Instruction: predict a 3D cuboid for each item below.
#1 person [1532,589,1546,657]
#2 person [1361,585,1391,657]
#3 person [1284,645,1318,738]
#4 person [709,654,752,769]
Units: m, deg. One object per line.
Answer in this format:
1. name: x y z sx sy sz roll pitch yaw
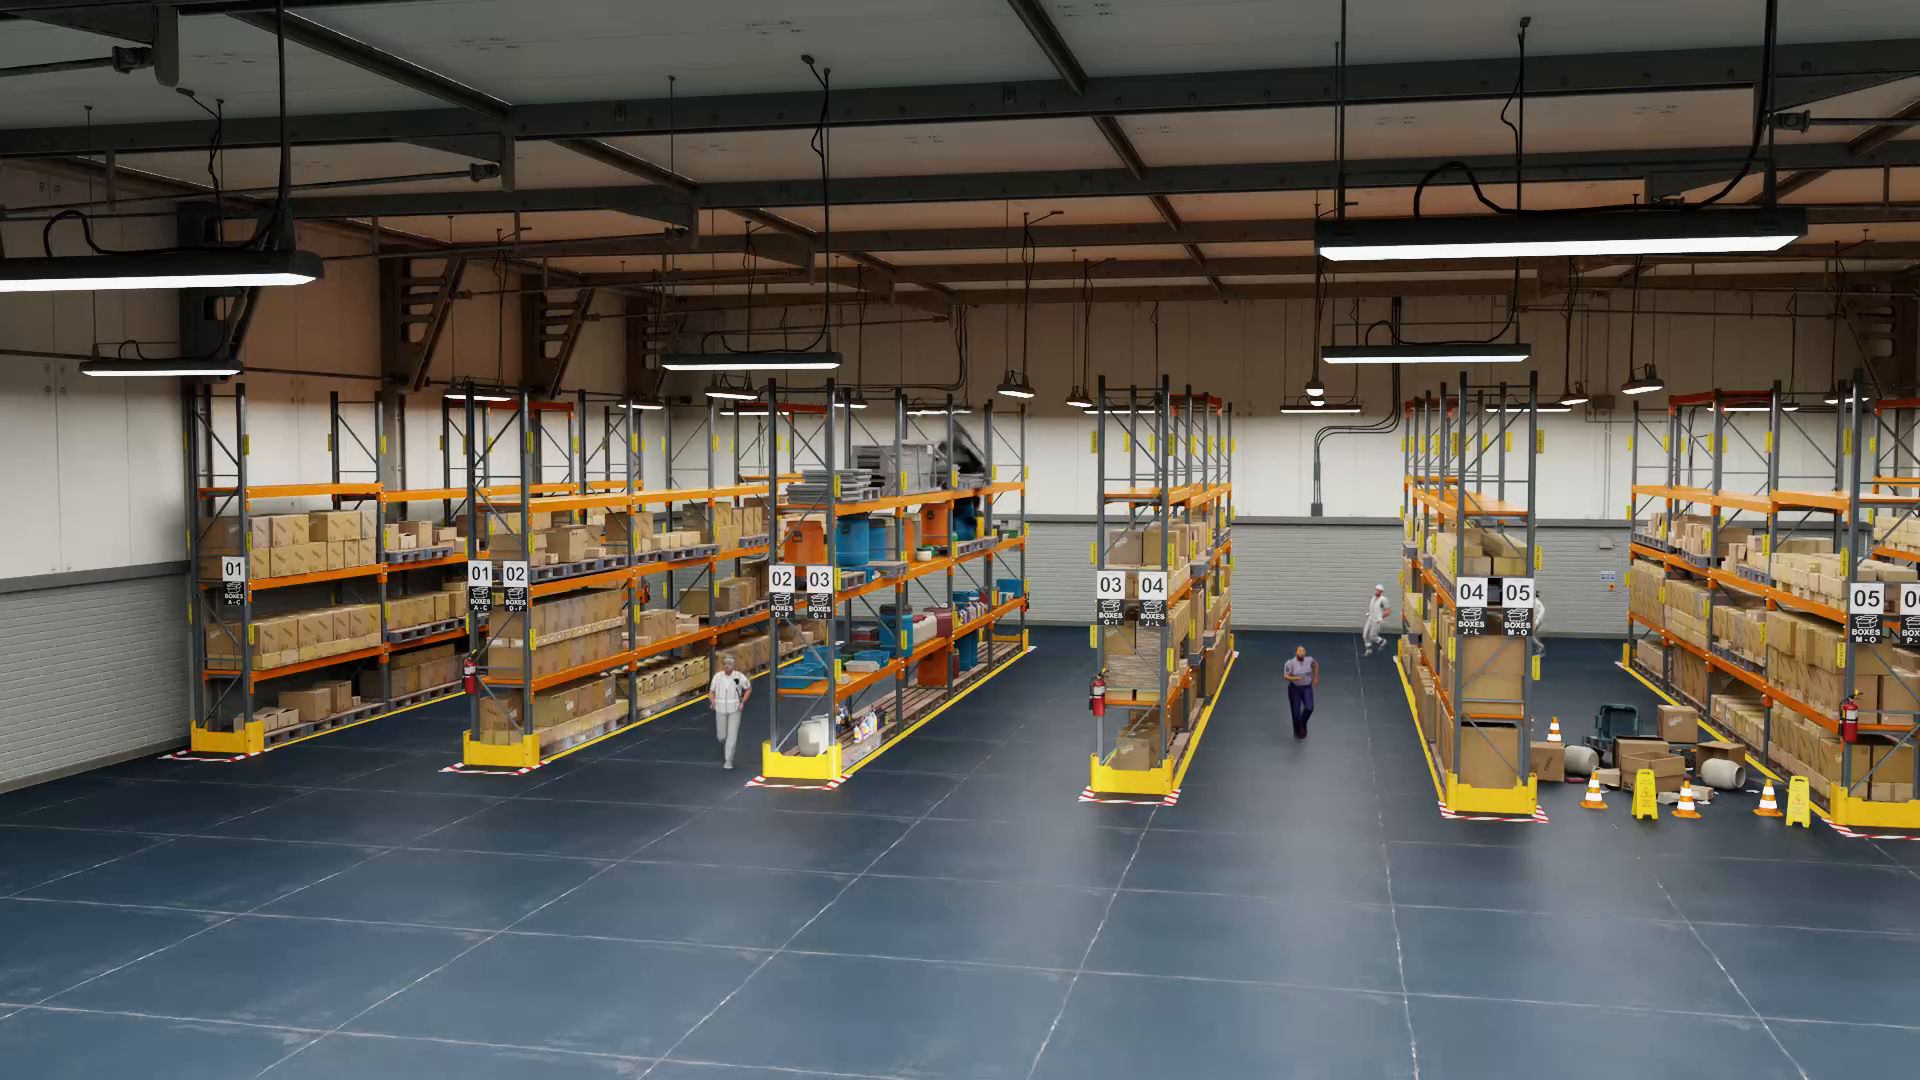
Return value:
1. person: 13.502 1.937 39.190 0.624 1.647 0.594 1 3 15
2. person: 9.872 1.910 39.242 0.616 1.734 0.700 -2 4 -25
3. person: 5.795 2.573 28.212 0.636 1.588 0.744 0 3 -1
4. person: -3.600 2.650 26.006 0.663 1.758 0.752 0 3 2
